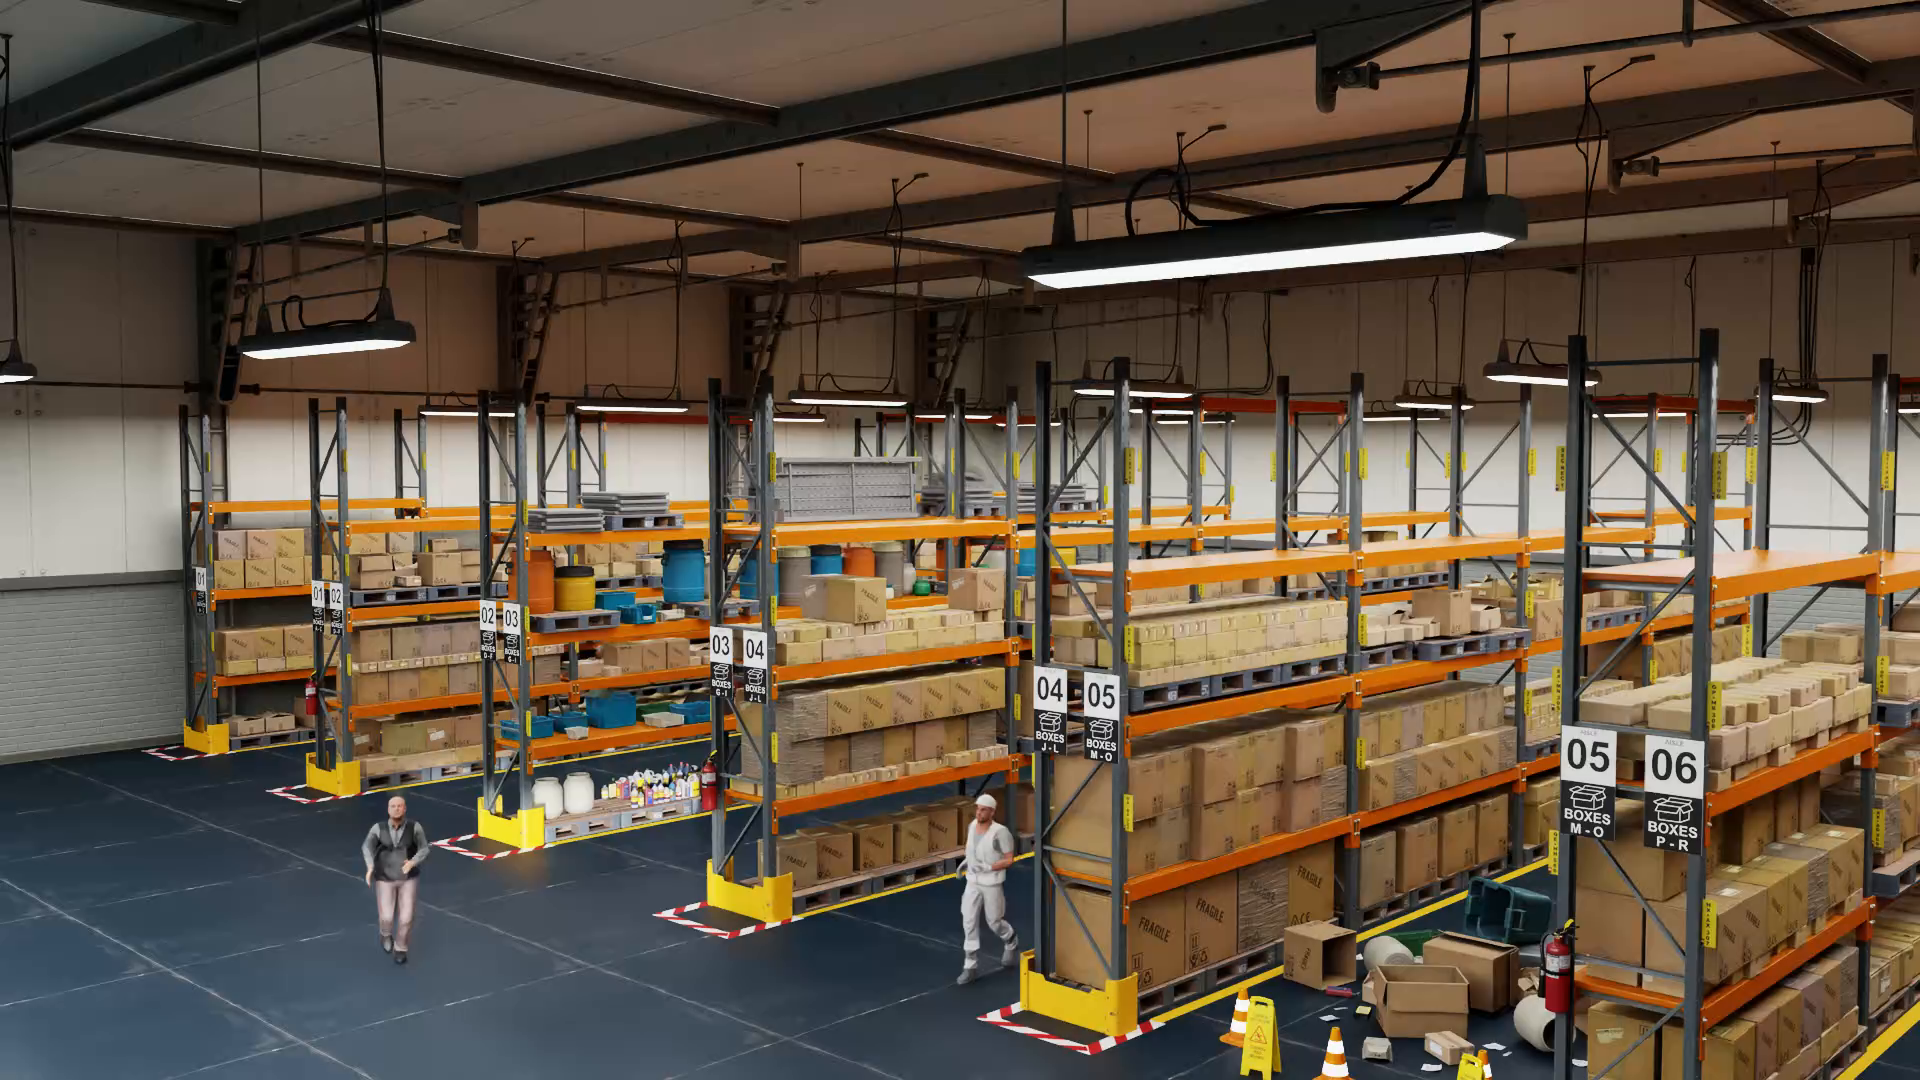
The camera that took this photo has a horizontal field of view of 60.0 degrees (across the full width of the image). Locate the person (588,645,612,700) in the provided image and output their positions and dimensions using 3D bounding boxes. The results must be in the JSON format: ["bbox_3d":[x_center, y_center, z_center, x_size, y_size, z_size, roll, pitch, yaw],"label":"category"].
[{"bbox_3d":[-6.613,2.736,30.735,0.611,1.619,0.652,3,4,42],"label":"person"}]

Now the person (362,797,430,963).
[{"bbox_3d":[-5.685,3.499,16.774,0.650,1.435,0.557,-1,3,-19],"label":"person"}]

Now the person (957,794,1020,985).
[{"bbox_3d":[0.267,3.396,16.402,0.664,1.800,0.879,2,4,35],"label":"person"}]
